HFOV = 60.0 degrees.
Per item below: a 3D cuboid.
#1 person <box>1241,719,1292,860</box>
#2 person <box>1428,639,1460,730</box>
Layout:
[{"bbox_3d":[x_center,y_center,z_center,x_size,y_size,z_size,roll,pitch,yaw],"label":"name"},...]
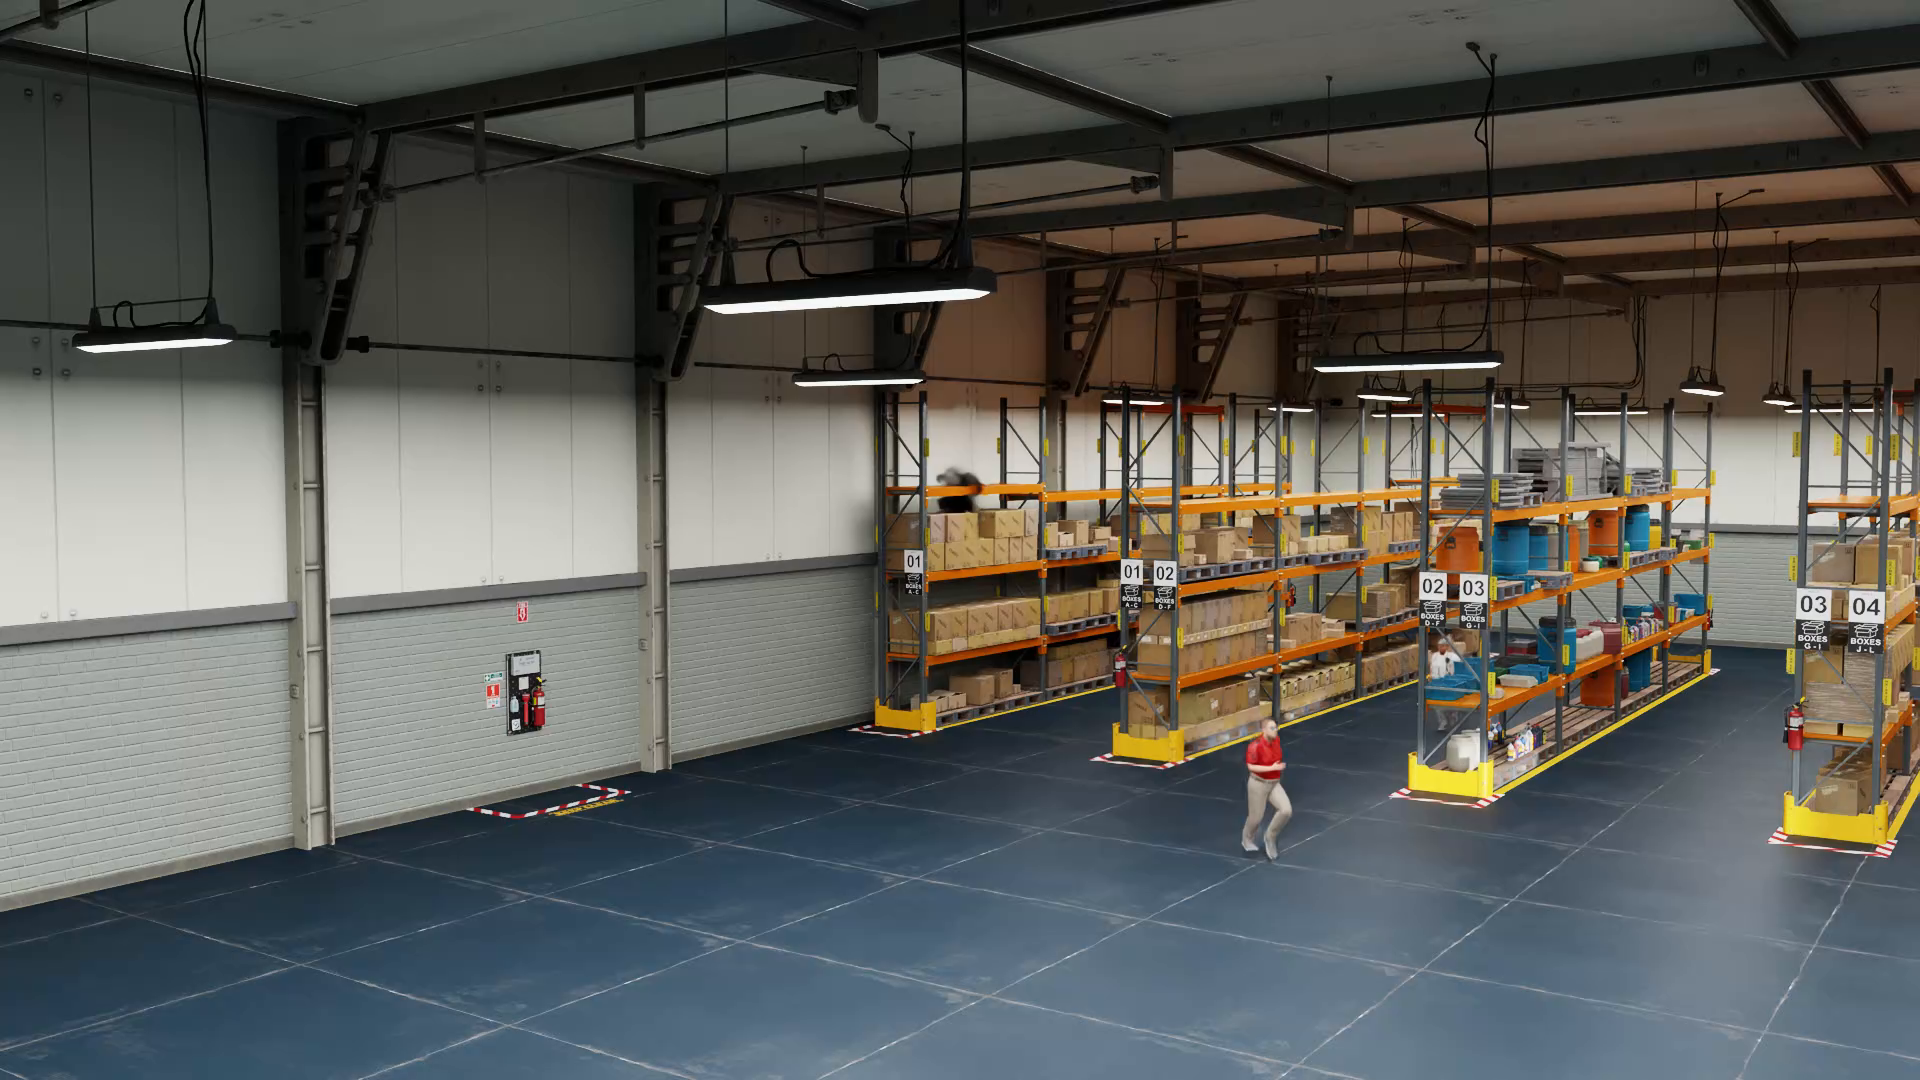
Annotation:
[{"bbox_3d":[3.728,3.025,20.258,0.693,1.724,0.833,-2,4,-32],"label":"person"},{"bbox_3d":[8.560,2.558,29.446,0.586,1.621,0.543,3,4,40],"label":"person"}]
